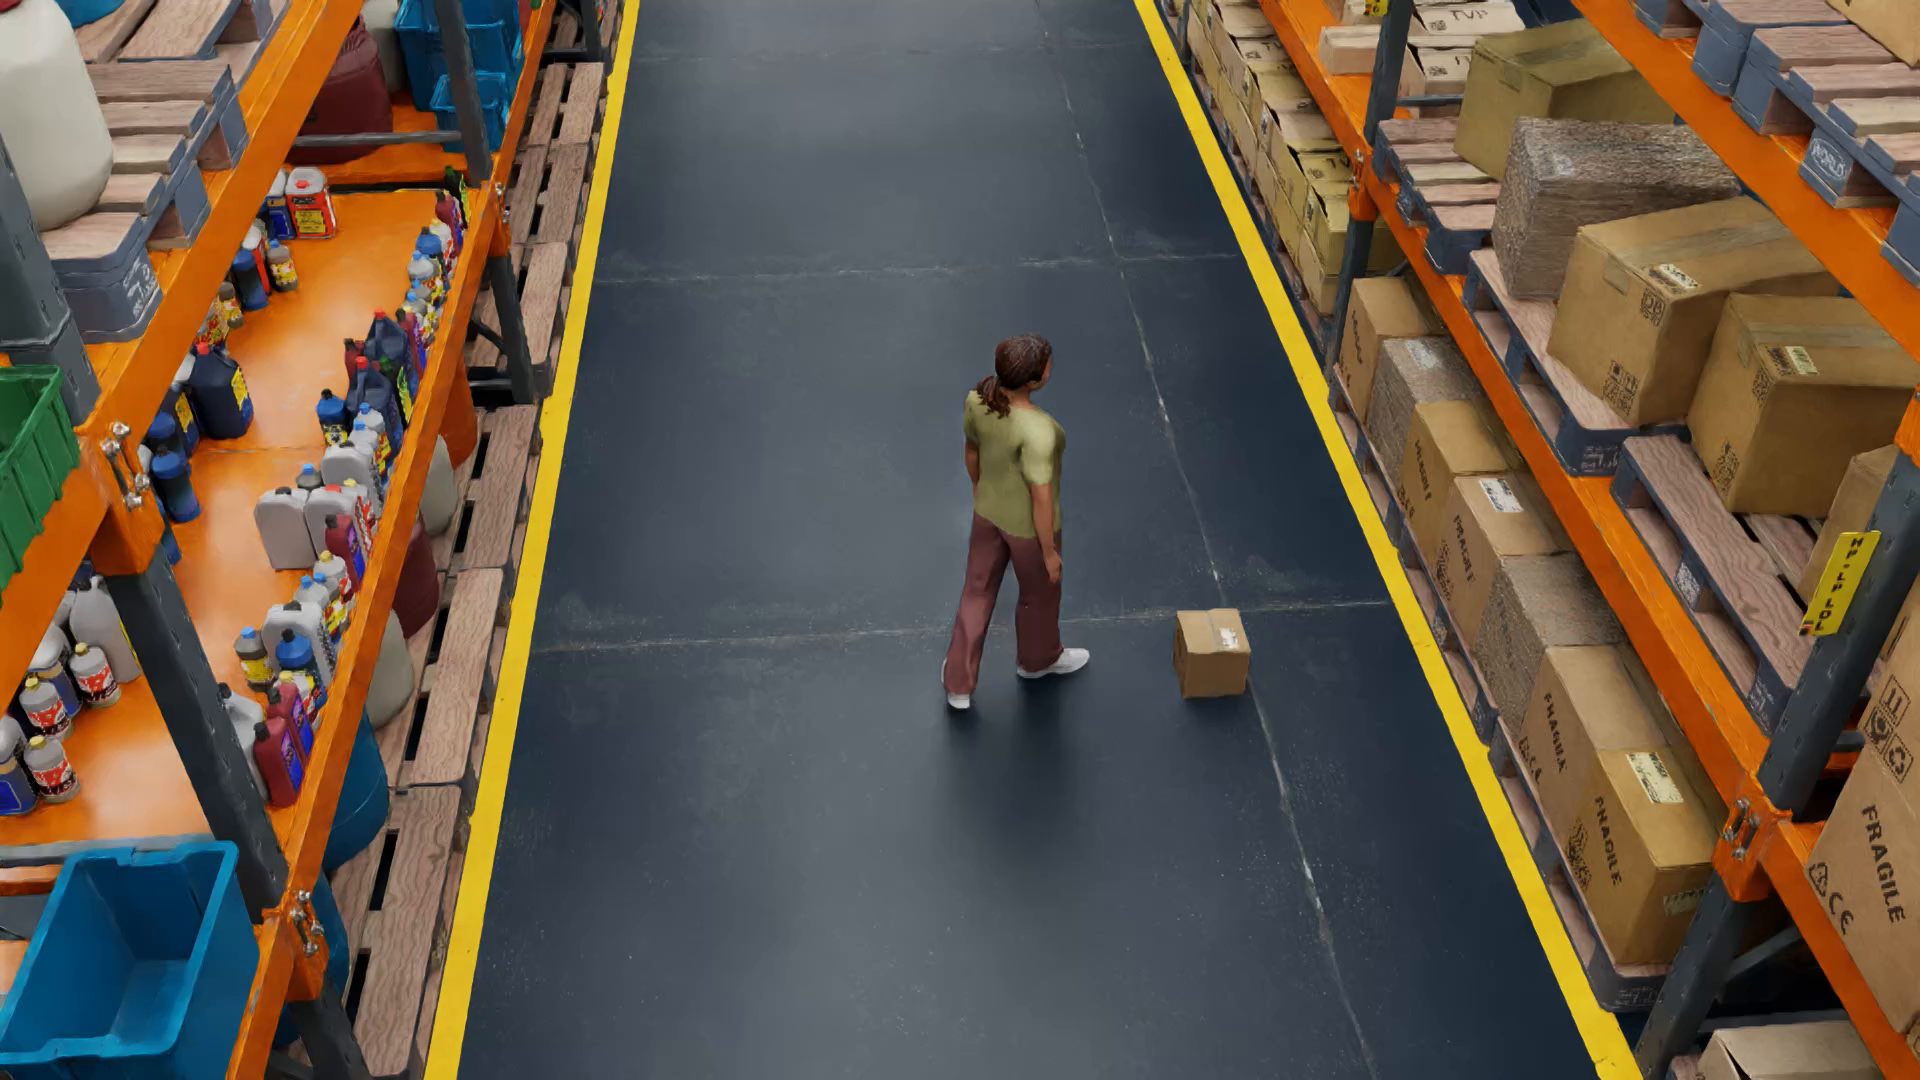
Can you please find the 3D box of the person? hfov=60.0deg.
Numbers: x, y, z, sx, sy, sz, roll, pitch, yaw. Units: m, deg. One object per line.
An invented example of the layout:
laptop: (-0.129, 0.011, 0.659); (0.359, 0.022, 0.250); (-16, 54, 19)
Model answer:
person: (0.214, -0.068, 6.237); (0.513, 1.667, 0.639); (31, 48, 32)
